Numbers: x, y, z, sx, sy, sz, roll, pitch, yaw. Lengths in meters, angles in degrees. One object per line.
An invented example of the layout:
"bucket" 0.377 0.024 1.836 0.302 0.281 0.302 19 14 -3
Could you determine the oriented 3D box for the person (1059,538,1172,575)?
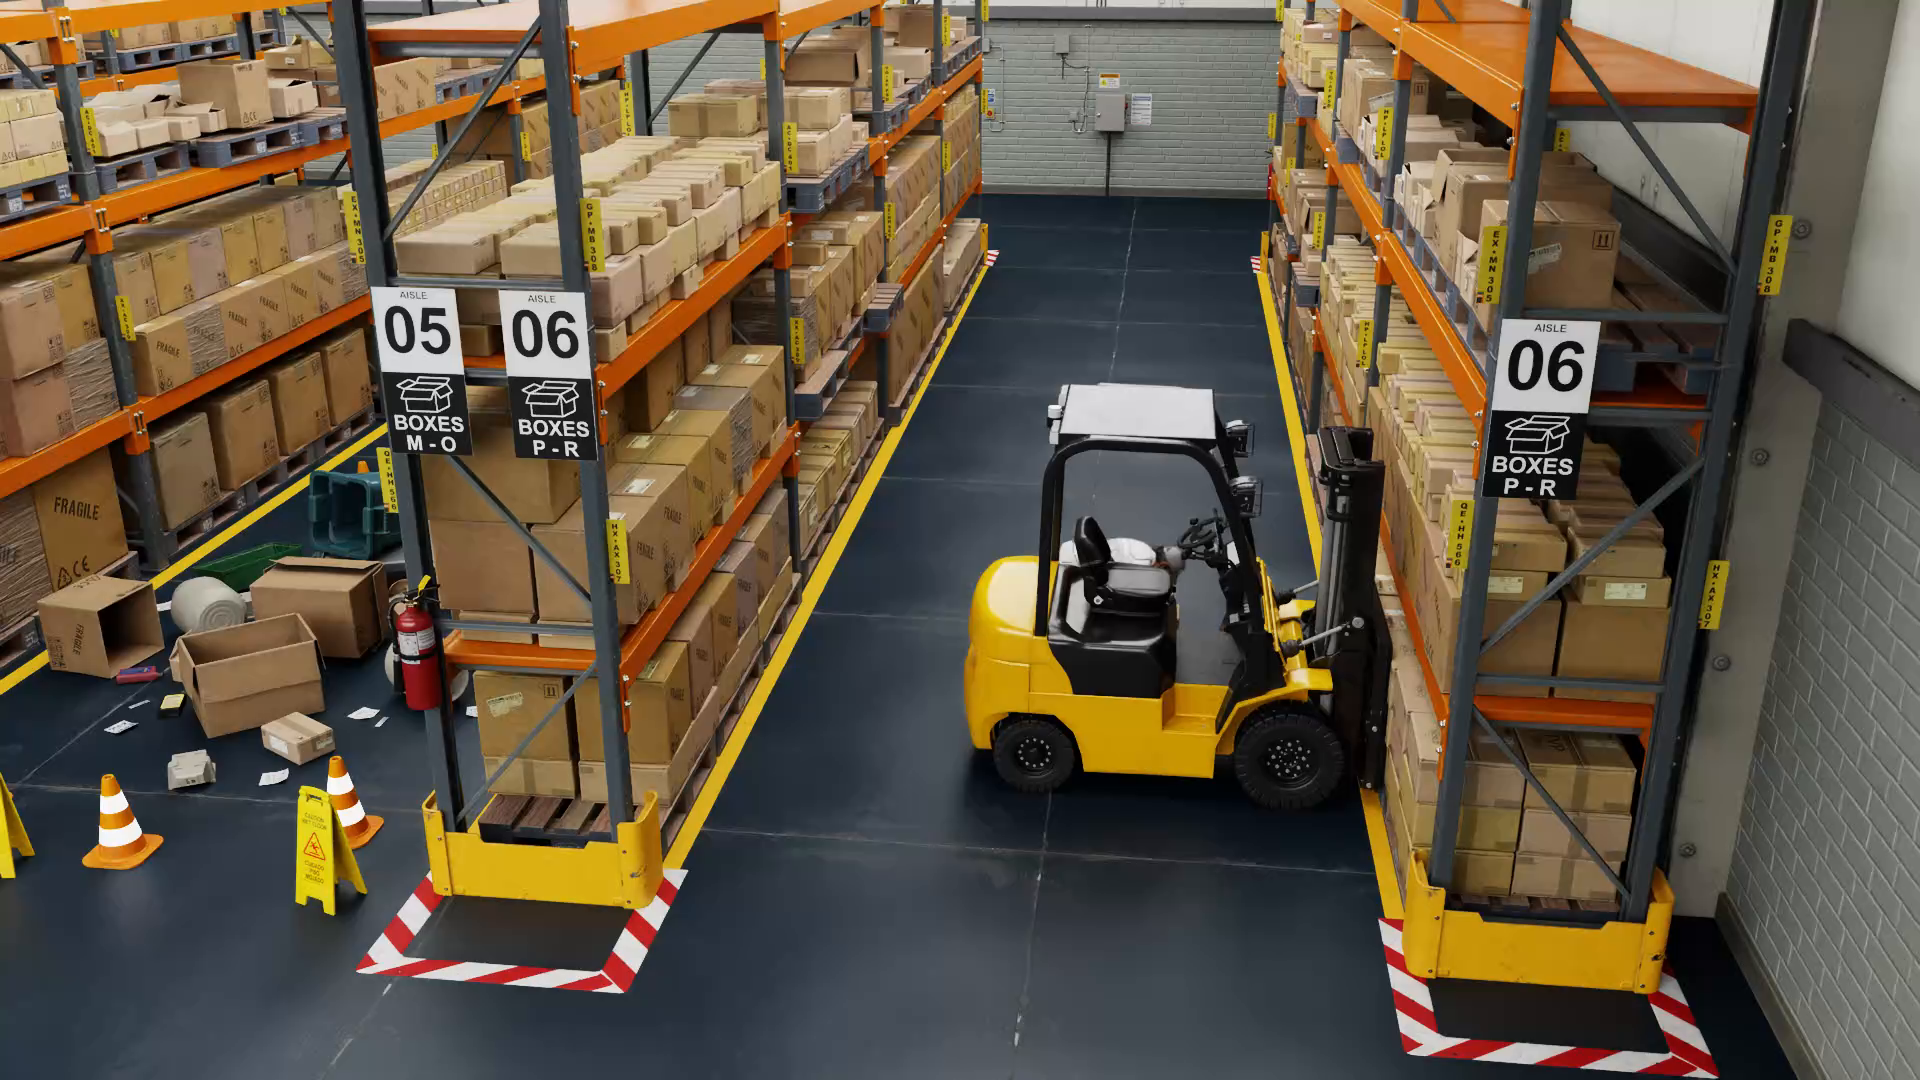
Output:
"person" 1.060 0.366 11.428 0.918 0.763 0.508 2 21 5
